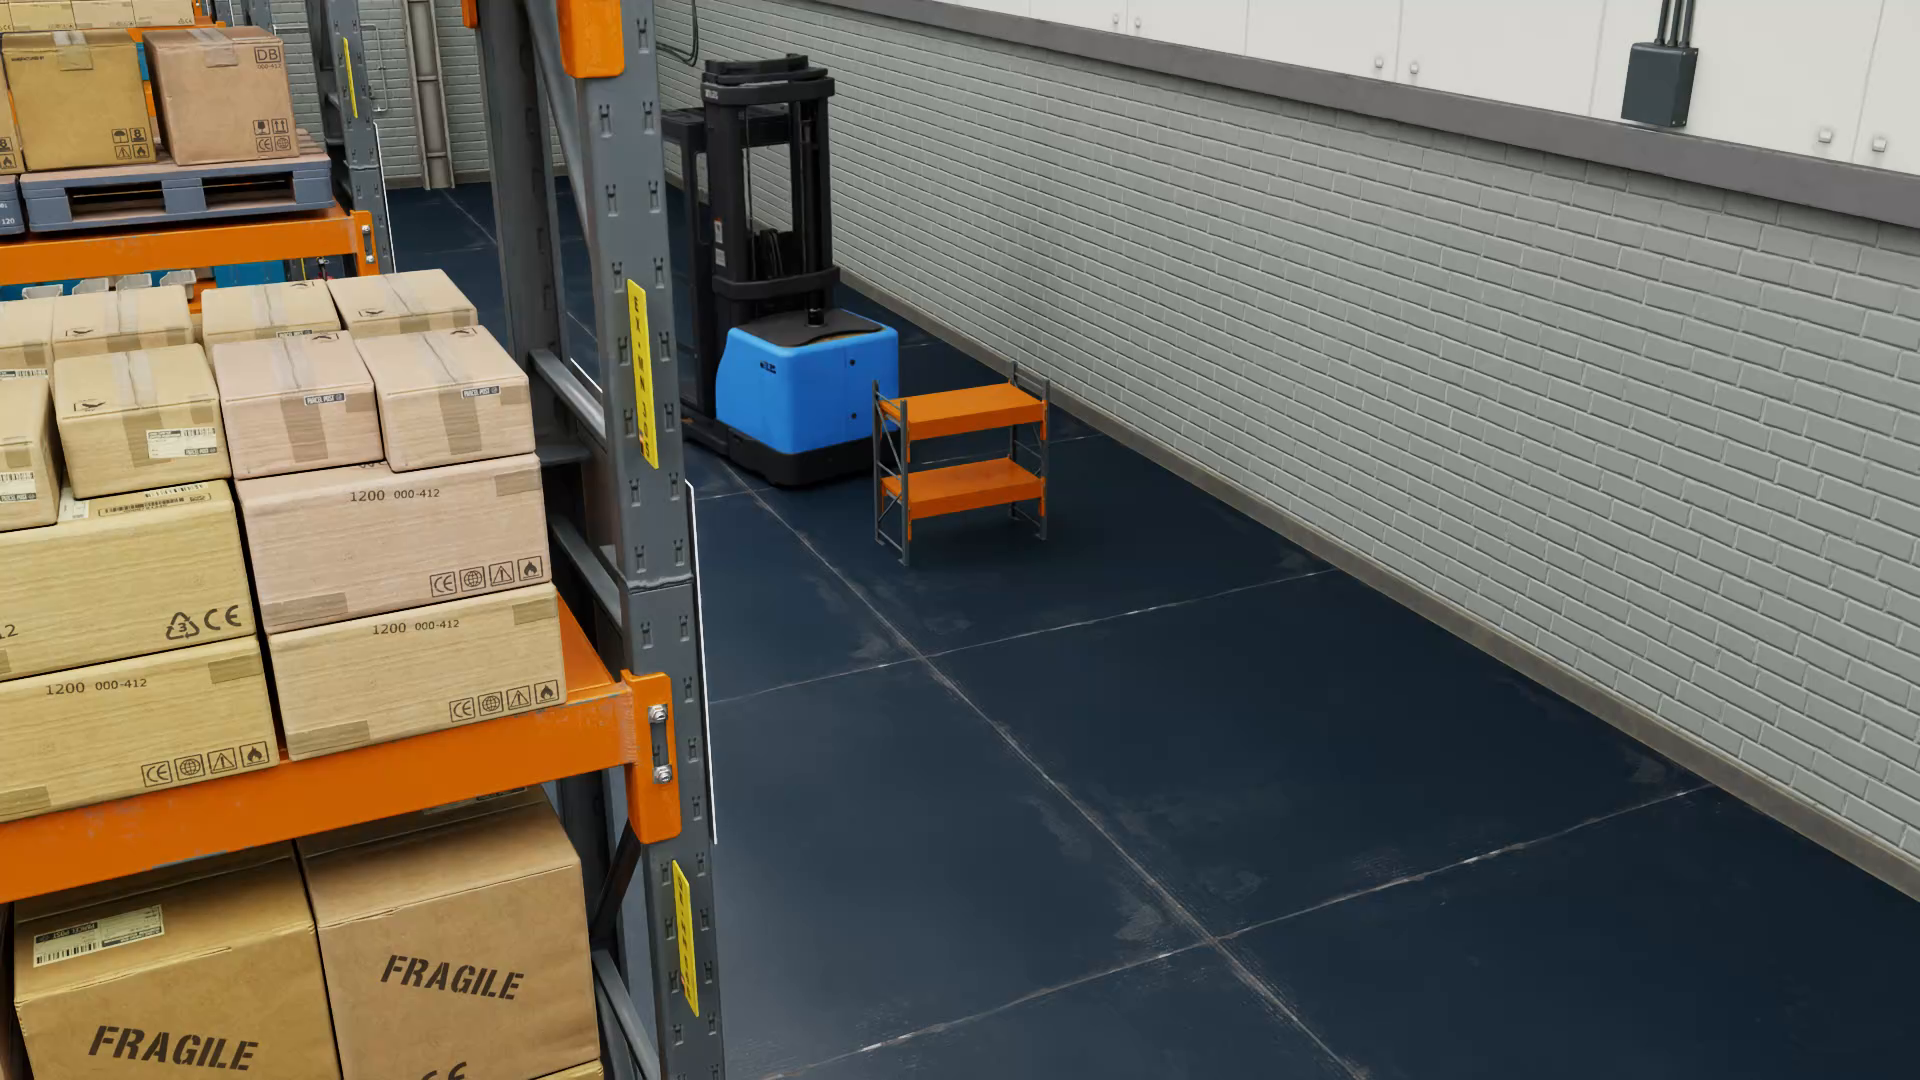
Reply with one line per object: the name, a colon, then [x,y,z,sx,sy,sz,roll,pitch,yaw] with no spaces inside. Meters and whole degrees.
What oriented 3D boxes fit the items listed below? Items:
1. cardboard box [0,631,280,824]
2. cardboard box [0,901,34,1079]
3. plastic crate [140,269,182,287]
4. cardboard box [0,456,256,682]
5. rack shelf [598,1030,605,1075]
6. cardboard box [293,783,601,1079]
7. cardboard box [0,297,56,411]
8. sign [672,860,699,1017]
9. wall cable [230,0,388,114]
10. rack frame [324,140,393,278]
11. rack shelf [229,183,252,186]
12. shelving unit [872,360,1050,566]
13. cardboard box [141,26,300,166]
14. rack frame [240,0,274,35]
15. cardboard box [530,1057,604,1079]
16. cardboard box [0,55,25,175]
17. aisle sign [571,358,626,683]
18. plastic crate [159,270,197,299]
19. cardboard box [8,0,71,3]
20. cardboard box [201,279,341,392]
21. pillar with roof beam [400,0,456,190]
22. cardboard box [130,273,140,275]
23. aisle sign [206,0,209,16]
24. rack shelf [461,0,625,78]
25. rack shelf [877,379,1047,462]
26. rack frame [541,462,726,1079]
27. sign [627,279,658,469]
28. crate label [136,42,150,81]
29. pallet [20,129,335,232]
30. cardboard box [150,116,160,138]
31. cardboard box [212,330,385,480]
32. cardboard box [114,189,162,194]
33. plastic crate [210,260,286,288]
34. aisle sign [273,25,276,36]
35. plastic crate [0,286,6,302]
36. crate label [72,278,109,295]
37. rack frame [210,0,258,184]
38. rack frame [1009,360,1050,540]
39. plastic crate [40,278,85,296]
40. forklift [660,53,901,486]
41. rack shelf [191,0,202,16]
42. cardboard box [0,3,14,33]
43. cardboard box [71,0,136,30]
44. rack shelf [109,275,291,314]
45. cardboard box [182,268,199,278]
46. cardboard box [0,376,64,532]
cardboard box: [-1.538,0.244,3.013,0.500,0.250,0.500,-10,25,-24]
cardboard box: [-2.012,0.996,3.094,0.500,0.500,0.500,-9,24,-21]
plastic crate: [-5.953,-2.040,12.396,0.300,0.233,0.416,-10,25,-24]
cardboard box: [-1.552,0.009,2.928,0.500,0.250,0.500,-11,25,-25]
rack shelf: [-2.589,1.971,3.507,4.000,0.370,1.077,-10,25,-24]
cardboard box: [-1.091,0.823,3.513,0.500,0.500,0.500,-11,25,-25]
cardboard box: [-1.910,-0.354,3.282,0.250,0.149,0.380,-10,25,-23]
sign: [-0.564,0.820,3.419,0.005,0.325,0.100,-10,25,-24]
wall cable: [-8.548,-6.548,21.819,1.851,1.984,0.084,-10,25,-24]
rack frame: [-2.847,-0.419,8.341,0.127,3.000,1.000,-10,25,-24]
rack shelf: [-8.942,-3.170,15.926,4.000,0.370,1.077,-10,25,-24]
shelving unit: [0.006,-0.521,11.038,1.048,1.125,0.538,-10,25,-24]
cardboard box: [-3.292,-1.987,7.396,0.500,0.500,0.700,-12,25,-27]
rack frame: [-4.995,-4.898,11.317,0.127,3.000,1.000,-10,25,-24]
cardboard box: [-1.080,1.286,3.701,0.500,0.500,0.500,-10,24,-23]
cardboard box: [-4.296,-1.833,7.023,0.500,0.500,0.700,-12,25,-27]
aisle sign: [-0.851,-0.010,3.953,0.004,0.787,0.394,-10,25,-24]
plastic crate: [-5.651,-1.834,12.026,0.243,0.136,0.396,-10,25,-24]
cardboard box: [-8.395,-5.044,15.133,0.500,0.250,0.500,-10,25,-24]
cardboard box: [-1.415,-0.414,3.427,0.250,0.149,0.380,-9,24,-21]
pillar with roof beam: [-5.367,-7.575,17.783,0.400,9.000,9.100,-10,25,-24]
cardboard box: [-8.203,-2.691,16.850,0.500,0.250,0.500,-10,25,-24]
aisle sign: [-9.097,-6.650,19.994,0.004,0.787,0.394,-10,25,-24]
rack shelf: [-2.589,-0.799,2.360,4.000,0.370,1.077,-10,25,-24]
rack shelf: [0.006,-0.791,10.926,1.000,0.278,0.538,-10,25,-24]
rack frame: [-0.787,1.307,4.171,0.127,3.000,1.000,-10,25,-24]
sign: [-0.564,-0.294,2.958,0.005,0.325,0.100,-10,25,-24]
crate label: [-5.966,-3.402,11.818,0.502,0.251,0.408,-10,25,-24]
pallet: [-3.511,-1.638,7.478,1.213,0.211,1.003,-10,25,-24]
cardboard box: [-7.876,-4.089,15.769,0.500,0.500,0.500,-10,24,-22]
cardboard box: [-1.214,-0.254,3.041,0.250,0.149,0.380,-10,25,-23]
cardboard box: [-7.891,-3.625,15.954,0.500,0.500,0.500,-10,25,-23]
plastic crate: [-5.216,-2.050,12.157,0.499,0.435,0.616,-10,25,-24]
aisle sign: [-4.803,-3.238,11.752,0.004,0.787,0.394,-10,25,-24]
plastic crate: [-6.734,-1.647,11.449,0.300,0.233,0.416,-10,25,-24]
crate label: [-6.159,-1.737,11.790,0.243,0.136,0.396,-10,25,-24]
rack frame: [-7.140,-3.834,16.590,0.127,3.000,1.000,-10,25,-24]
rack frame: [0.464,-0.605,11.241,0.032,1.125,0.500,-10,25,-24]
plastic crate: [-6.547,-1.931,12.133,0.300,0.233,0.416,-10,25,-24]
forklift: [-1.711,-2.249,12.850,1.130,2.935,3.031,-16,27,-33]
rack shelf: [-11.094,-6.262,19.475,4.000,0.370,1.077,-10,25,-24]
cardboard box: [-8.846,-4.730,15.030,0.500,0.250,0.500,-10,25,-24]
cardboard box: [-7.944,-4.895,15.428,0.500,0.250,0.500,-10,25,-24]
rack shelf: [-6.797,-1.462,11.801,4.000,0.370,1.077,-10,25,-24]
cardboard box: [-7.523,-2.707,16.561,0.500,0.500,0.500,-10,25,-24]
cardboard box: [-1.646,-0.137,2.759,0.250,0.149,0.380,-10,25,-23]
